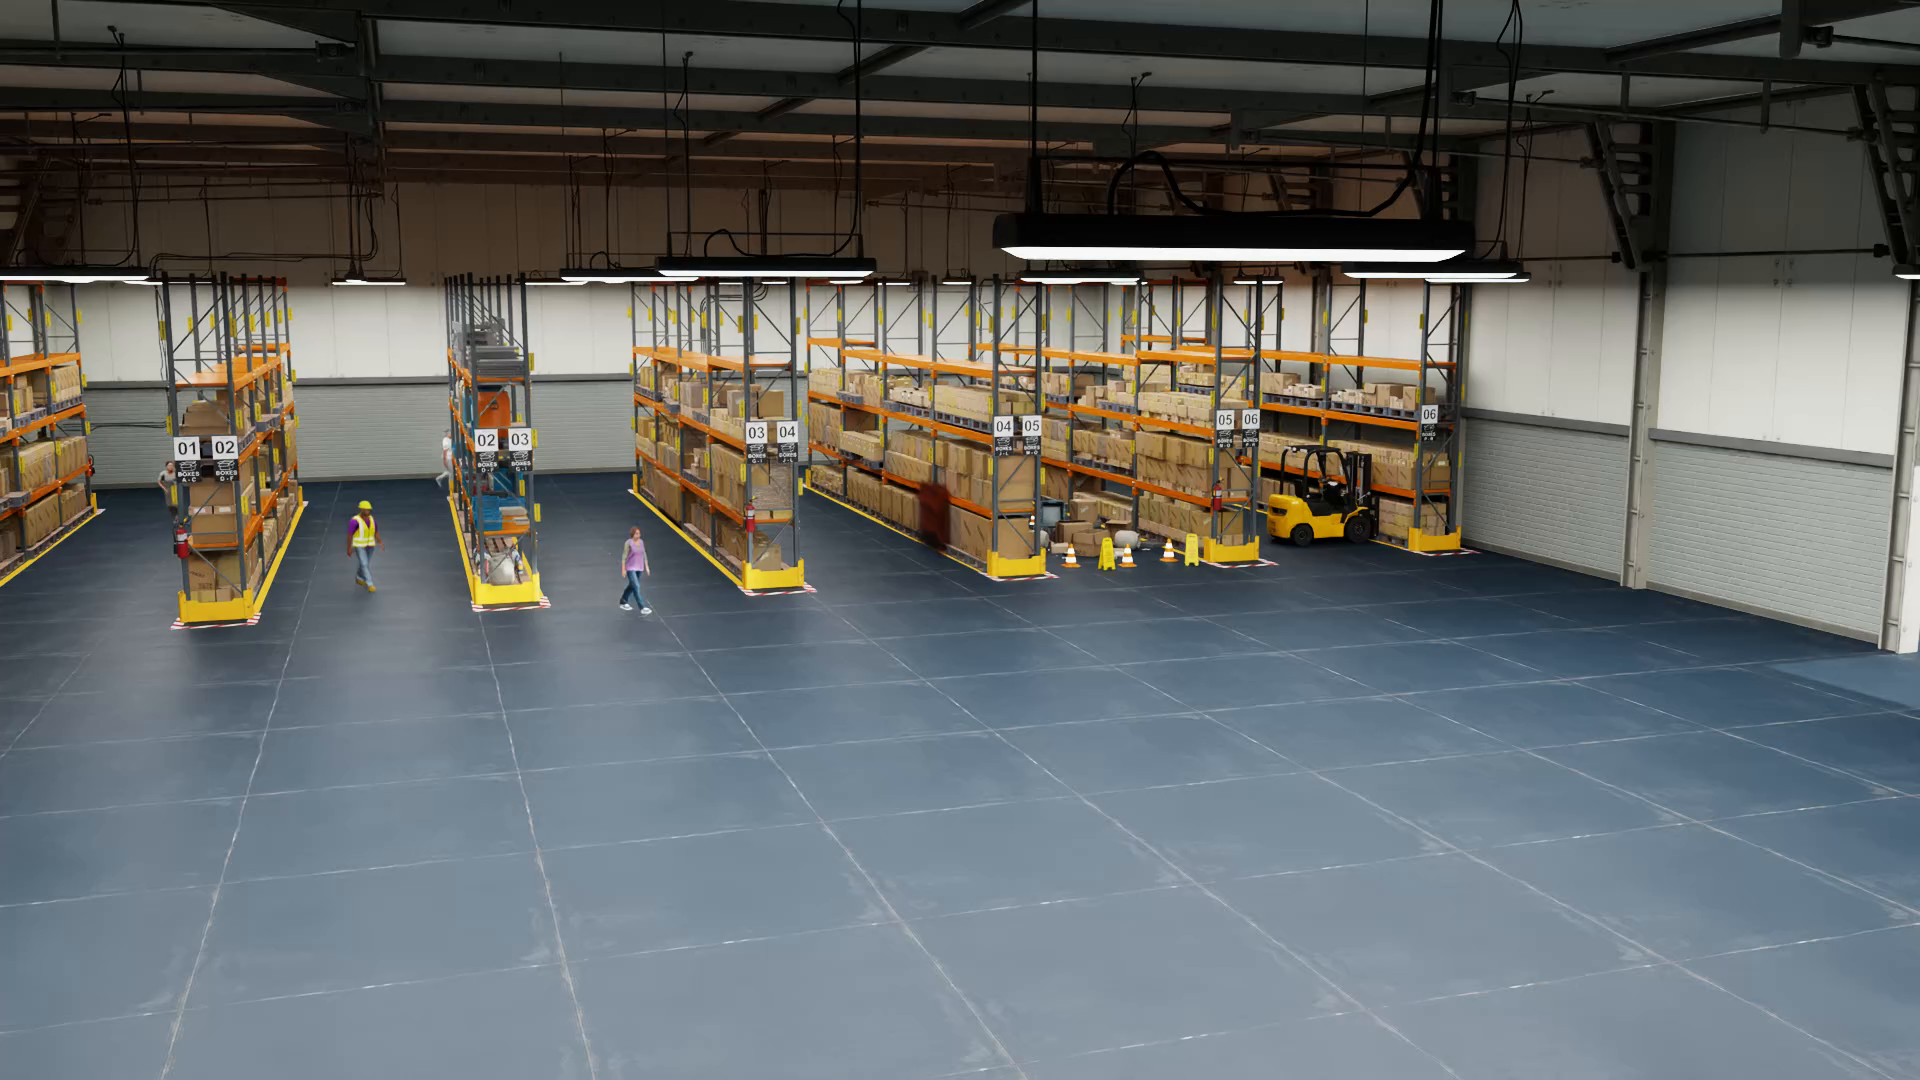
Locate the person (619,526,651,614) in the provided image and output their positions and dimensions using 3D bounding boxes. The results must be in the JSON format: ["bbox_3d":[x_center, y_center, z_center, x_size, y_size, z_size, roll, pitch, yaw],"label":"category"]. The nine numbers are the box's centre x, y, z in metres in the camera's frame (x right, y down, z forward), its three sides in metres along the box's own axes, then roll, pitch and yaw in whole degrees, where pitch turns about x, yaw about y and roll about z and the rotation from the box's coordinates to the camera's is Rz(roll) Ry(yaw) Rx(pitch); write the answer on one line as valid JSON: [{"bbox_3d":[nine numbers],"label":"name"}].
[{"bbox_3d":[-5.715,0.527,29.364,0.979,1.531,0.440,6,10,33],"label":"person"}]

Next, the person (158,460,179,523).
[{"bbox_3d":[-19.282,-1.181,40.702,0.524,1.572,0.693,-1,9,-10],"label":"person"}]

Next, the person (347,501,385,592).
[{"bbox_3d":[-11.314,0.101,31.619,1.121,1.703,0.651,8,12,44],"label":"person"}]

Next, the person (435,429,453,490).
[{"bbox_3d":[-14.635,-2.304,47.405,0.683,1.743,0.522,-3,9,-17],"label":"person"}]
